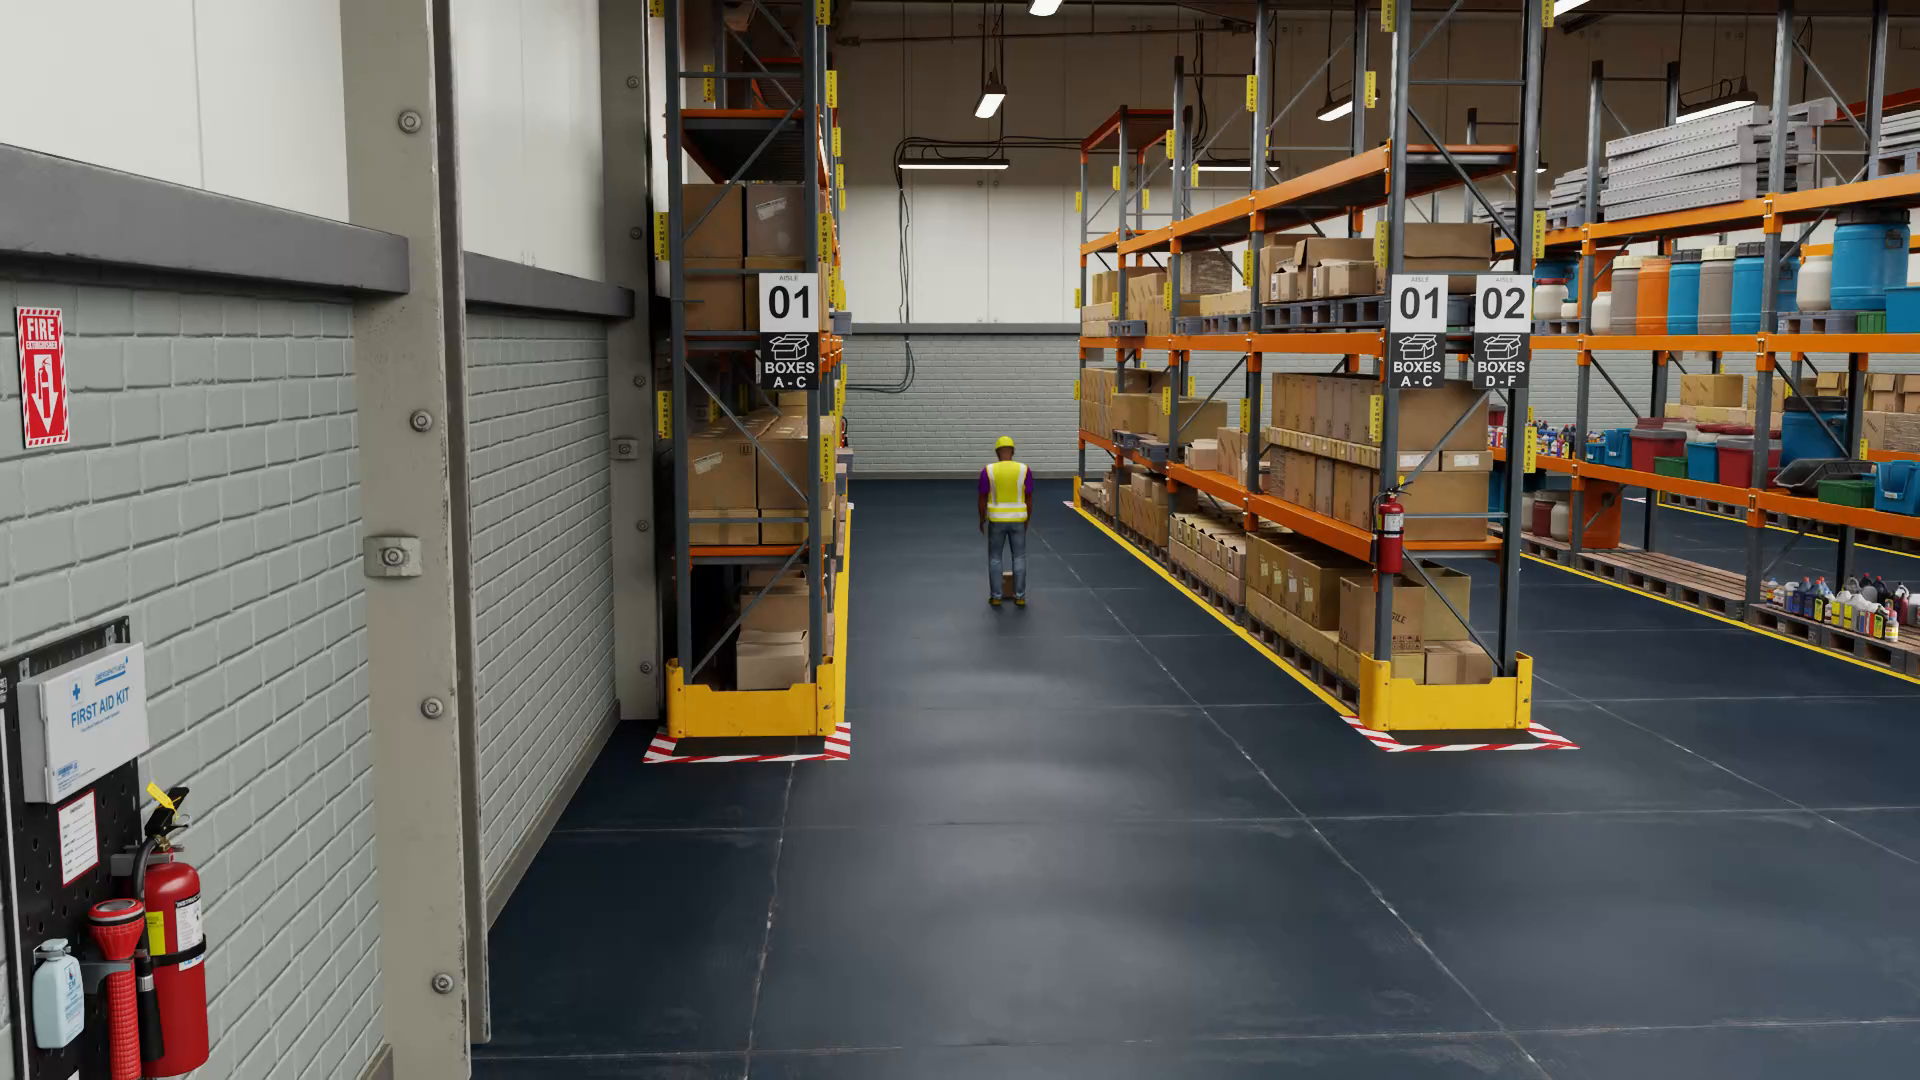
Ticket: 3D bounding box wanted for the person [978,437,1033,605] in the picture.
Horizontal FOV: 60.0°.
[{"bbox_3d":[0.472,-0.201,17.392,0.573,1.752,0.384,0,7,-3],"label":"person"}]
